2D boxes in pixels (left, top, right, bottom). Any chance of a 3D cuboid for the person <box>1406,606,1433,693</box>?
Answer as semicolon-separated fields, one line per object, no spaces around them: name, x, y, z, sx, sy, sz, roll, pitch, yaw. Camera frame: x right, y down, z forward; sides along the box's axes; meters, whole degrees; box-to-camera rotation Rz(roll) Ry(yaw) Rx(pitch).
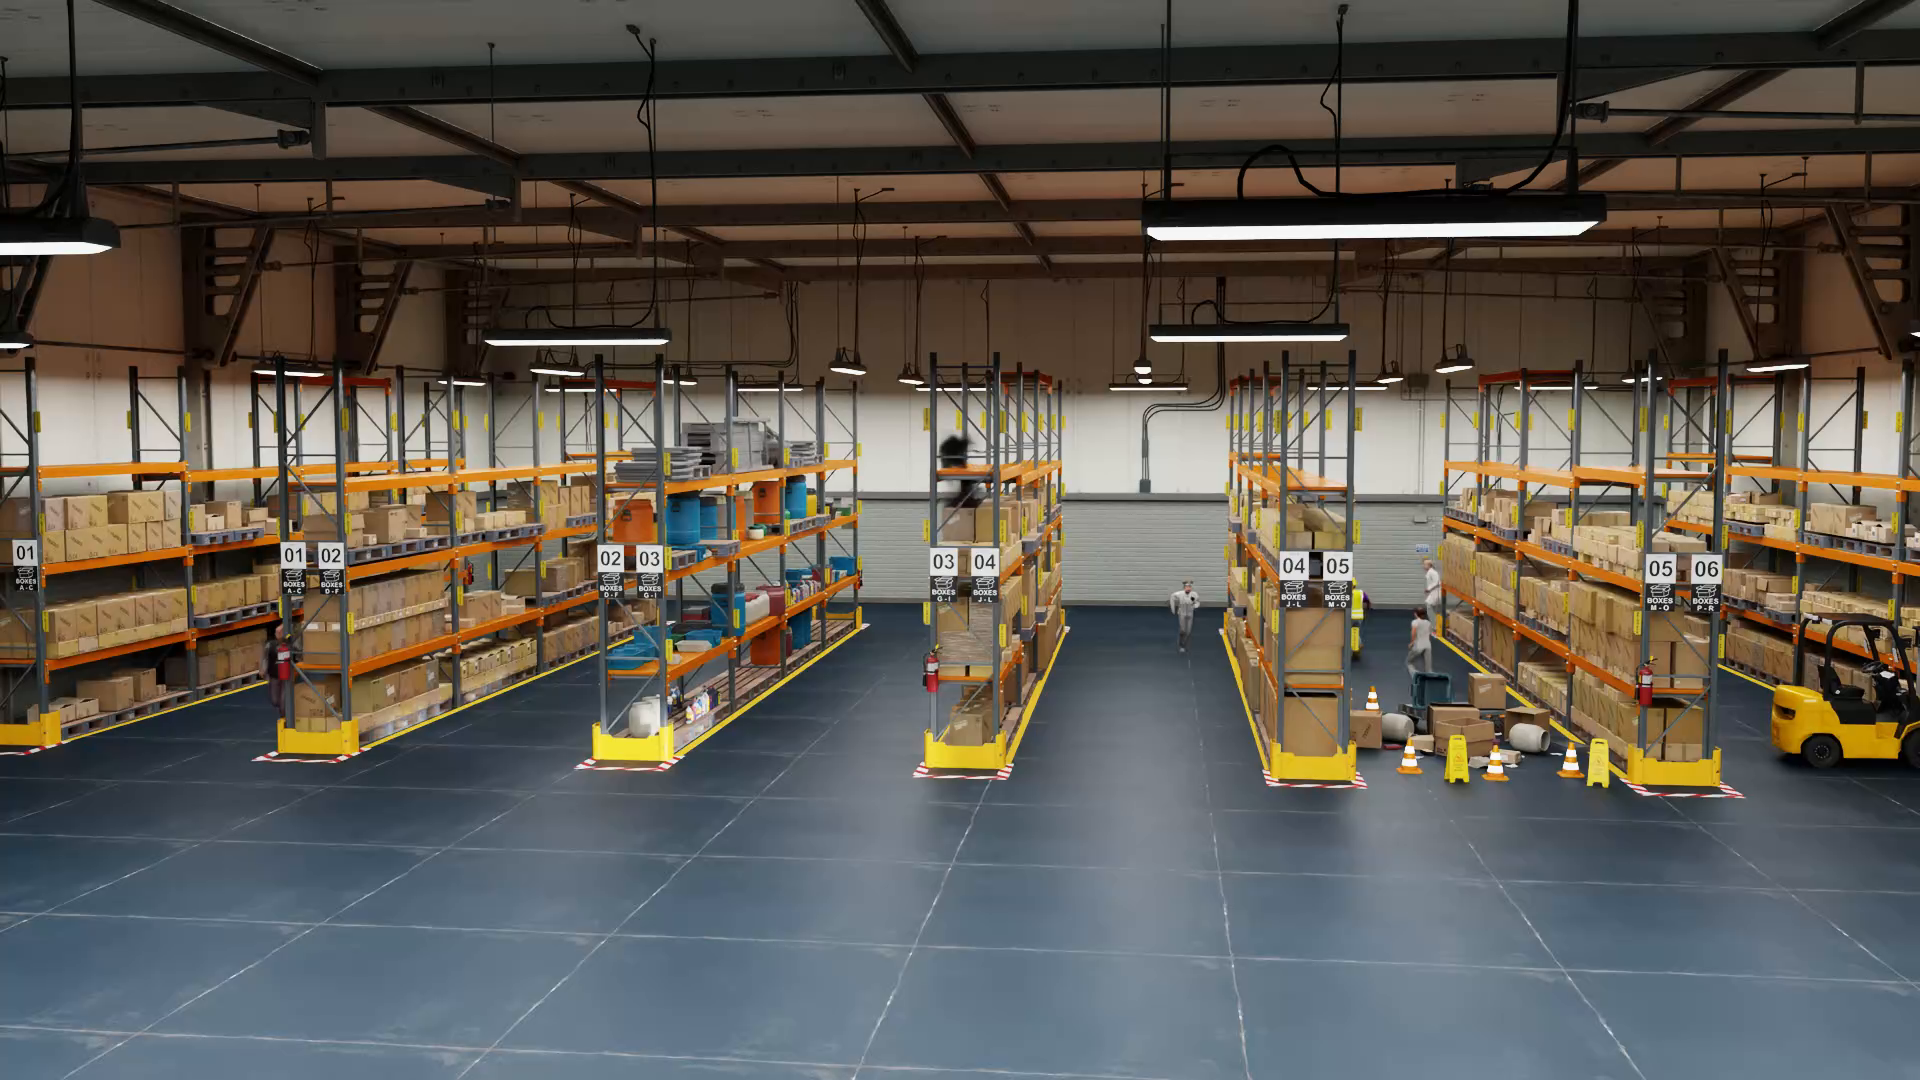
person;8.490;2.038;30.625;0.556;1.607;0.923;-1;4;-10

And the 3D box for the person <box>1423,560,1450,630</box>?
person;11.502;1.329;40.011;0.745;1.715;0.703;1;4;8

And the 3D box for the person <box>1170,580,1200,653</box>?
person;4.883;1.659;35.980;0.599;1.613;0.685;0;4;-7

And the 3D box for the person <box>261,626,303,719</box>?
person;-11.129;2.241;27.343;0.672;1.676;0.687;0;4;-7

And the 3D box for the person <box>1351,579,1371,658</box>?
person;8.368;1.665;35.166;0.745;1.711;0.614;-1;4;-13
